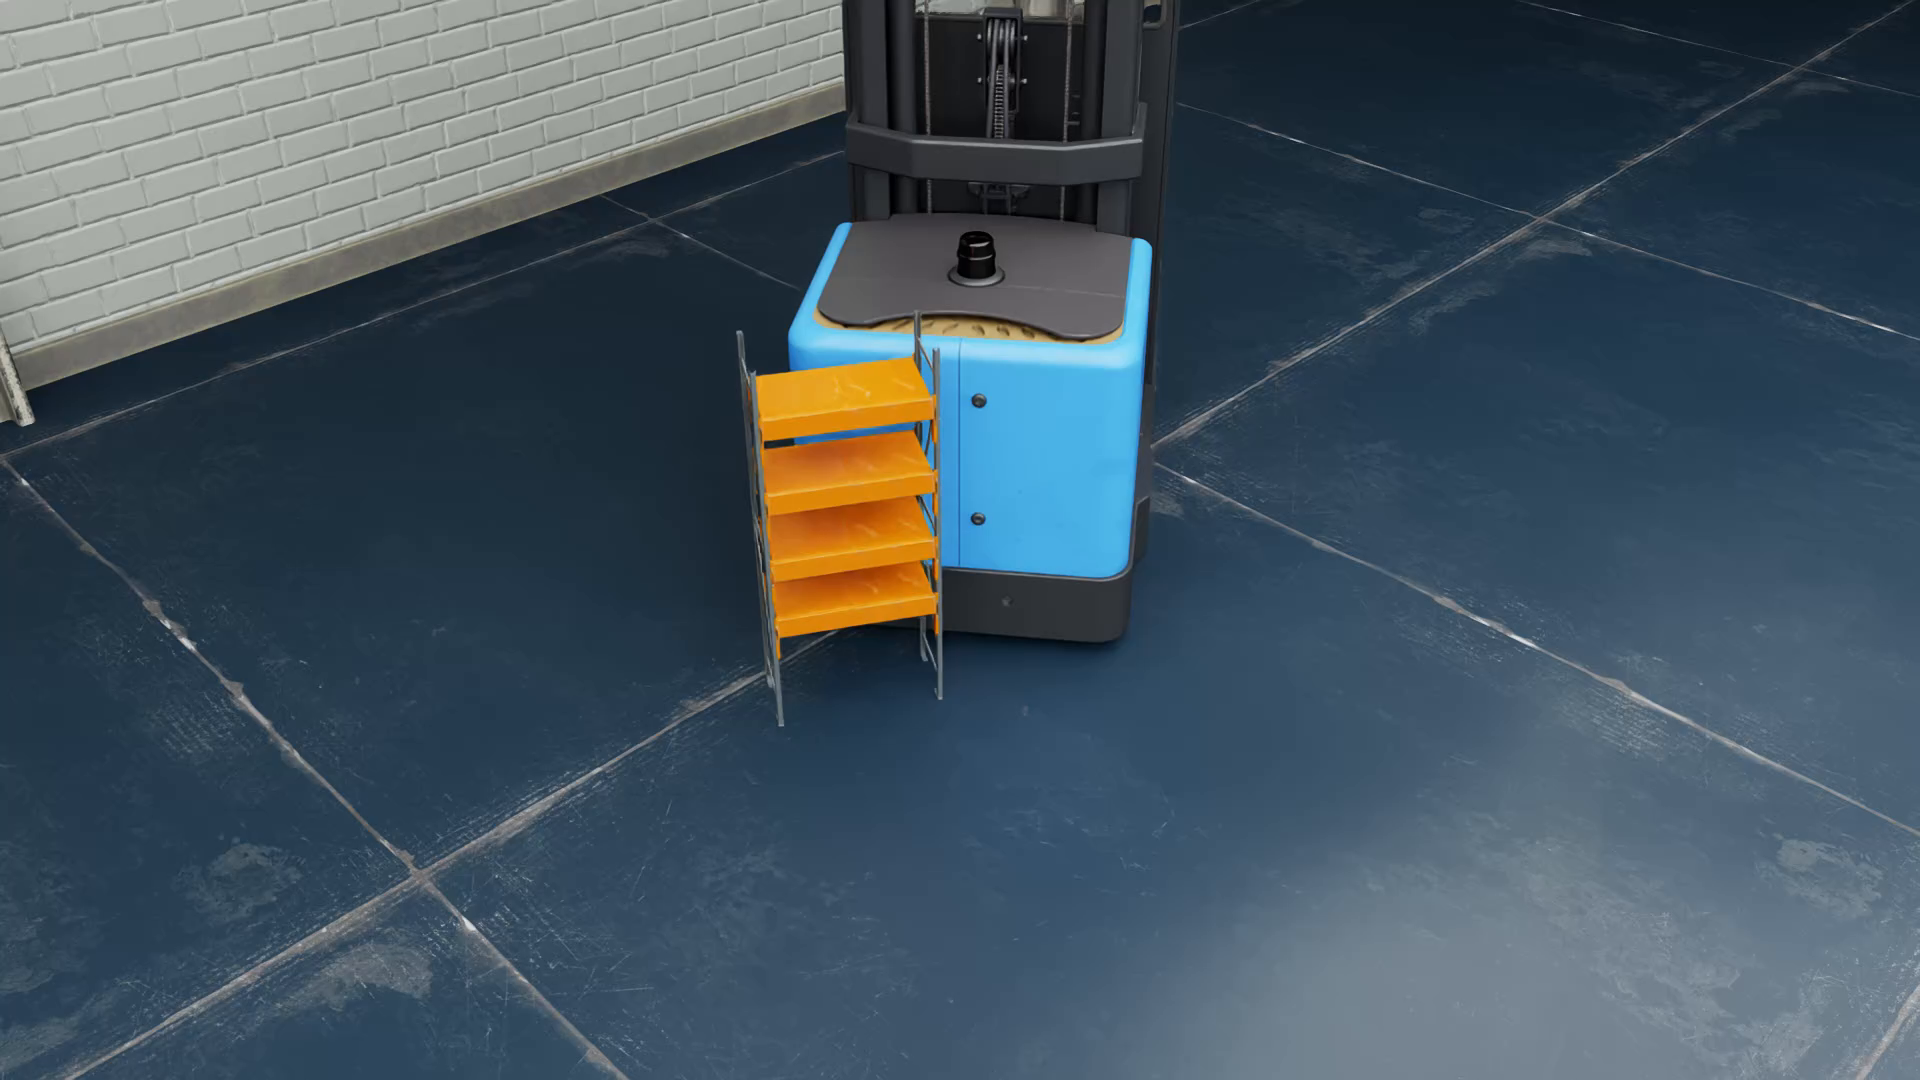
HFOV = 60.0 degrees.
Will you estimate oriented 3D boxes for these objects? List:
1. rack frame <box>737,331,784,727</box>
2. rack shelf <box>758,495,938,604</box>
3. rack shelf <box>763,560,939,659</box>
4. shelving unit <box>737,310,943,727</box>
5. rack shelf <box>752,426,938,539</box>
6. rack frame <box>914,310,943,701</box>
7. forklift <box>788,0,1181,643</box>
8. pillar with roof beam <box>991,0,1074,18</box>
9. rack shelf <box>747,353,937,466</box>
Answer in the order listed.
[{"bbox_3d":[-0.561,-0.001,4.703,0.015,1.200,0.240,-8,36,-12],"label":"rack frame"},{"bbox_3d":[-0.325,0.019,4.792,0.480,0.148,0.258,-8,36,-12],"label":"rack shelf"},{"bbox_3d":[-0.325,0.182,4.906,0.480,0.148,0.258,-8,36,-12],"label":"rack shelf"},{"bbox_3d":[-0.325,-0.037,4.754,0.503,1.200,0.258,-8,36,-12],"label":"shelving unit"},{"bbox_3d":[-0.325,-0.165,4.664,0.480,0.148,0.258,-8,36,-12],"label":"rack shelf"},{"bbox_3d":[-0.089,-0.072,4.804,0.015,1.200,0.240,-8,36,-12],"label":"rack frame"},{"bbox_3d":[0.195,-1.714,5.646,1.130,2.935,3.031,4,35,6],"label":"forklift"},{"bbox_3d":[3.477,-4.829,4.808,9.100,9.000,0.400,30,45,35],"label":"pillar with roof beam"},{"bbox_3d":[-0.325,-0.359,4.529,0.480,0.148,0.258,-8,36,-12],"label":"rack shelf"}]
